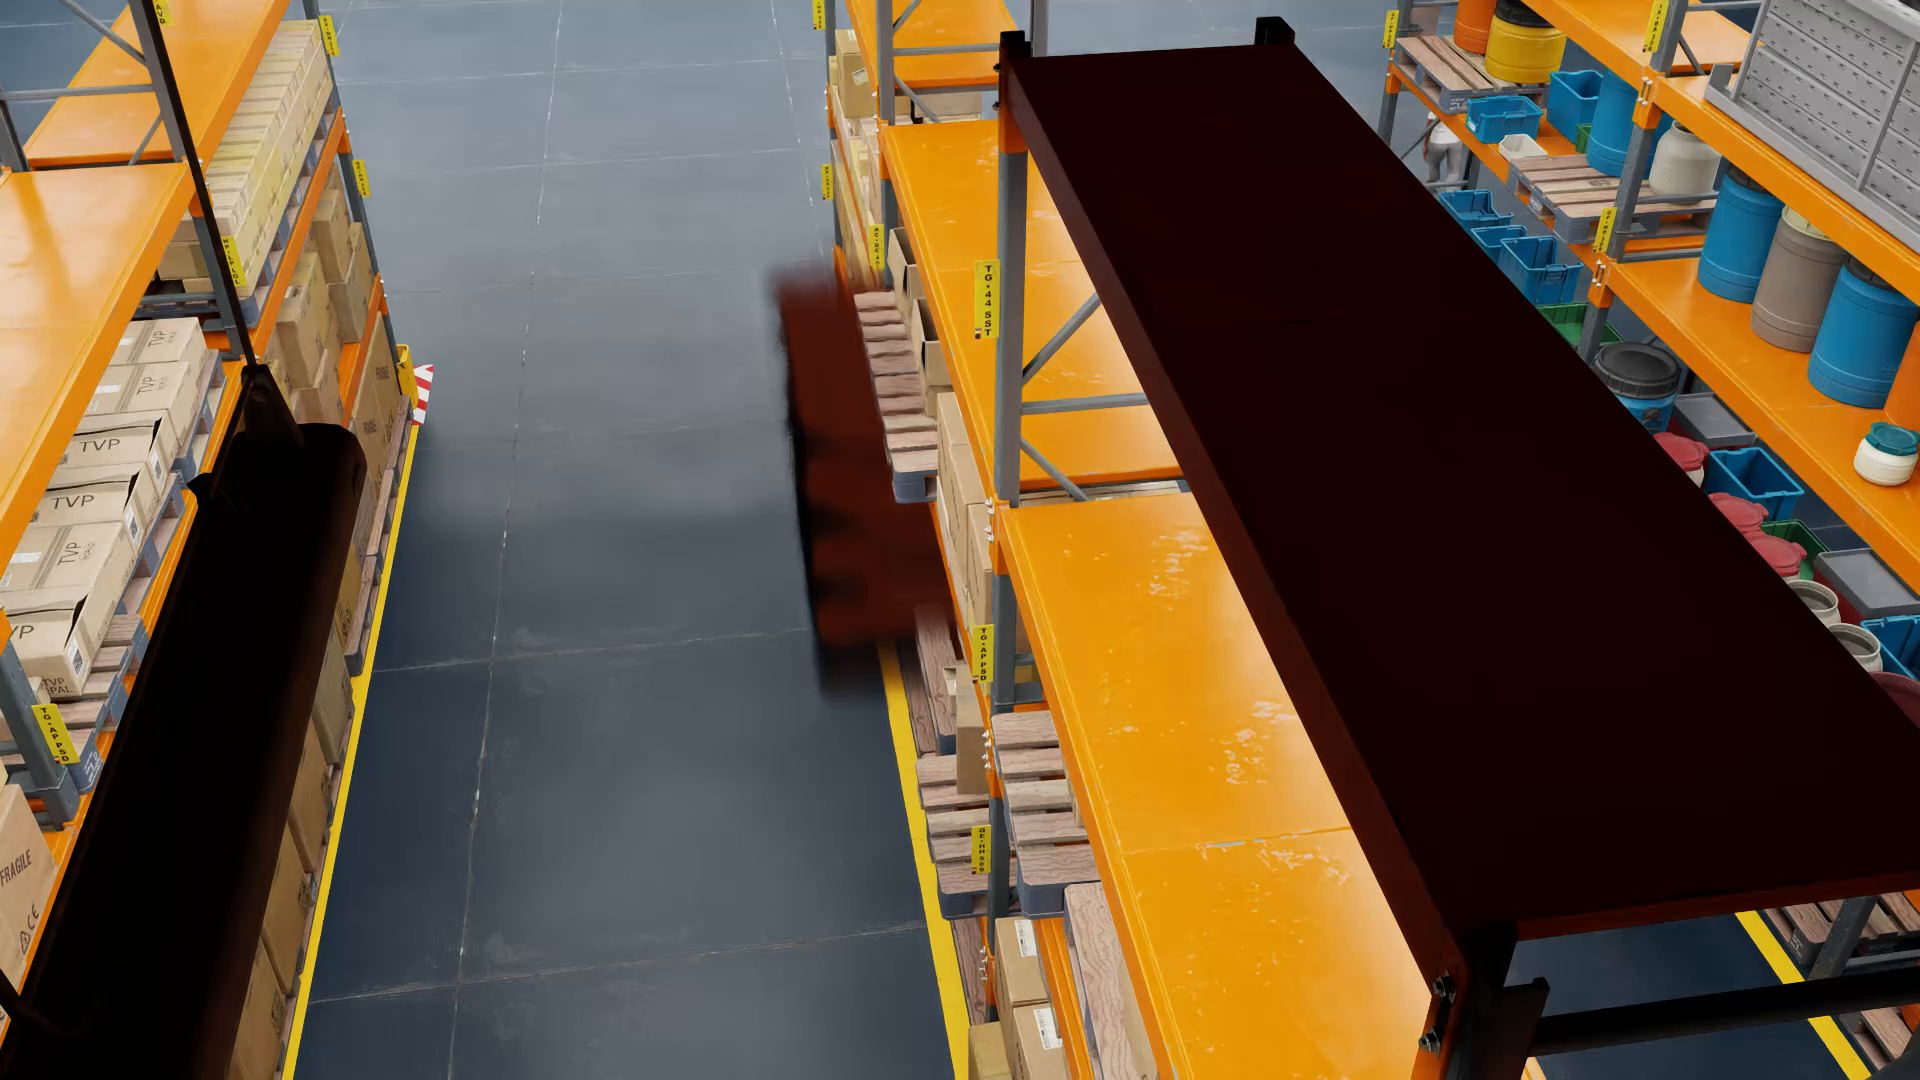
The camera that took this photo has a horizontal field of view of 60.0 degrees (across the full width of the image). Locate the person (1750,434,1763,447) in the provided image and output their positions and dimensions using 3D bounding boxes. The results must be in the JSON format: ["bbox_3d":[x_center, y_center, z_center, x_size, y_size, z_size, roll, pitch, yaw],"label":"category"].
[{"bbox_3d":[6.322,-0.874,13.271,0.583,1.657,0.529,-11,38,-14],"label":"person"}]

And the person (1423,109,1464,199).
[{"bbox_3d":[5.239,-4.329,17.973,0.529,1.621,0.937,-1,36,-2],"label":"person"}]
